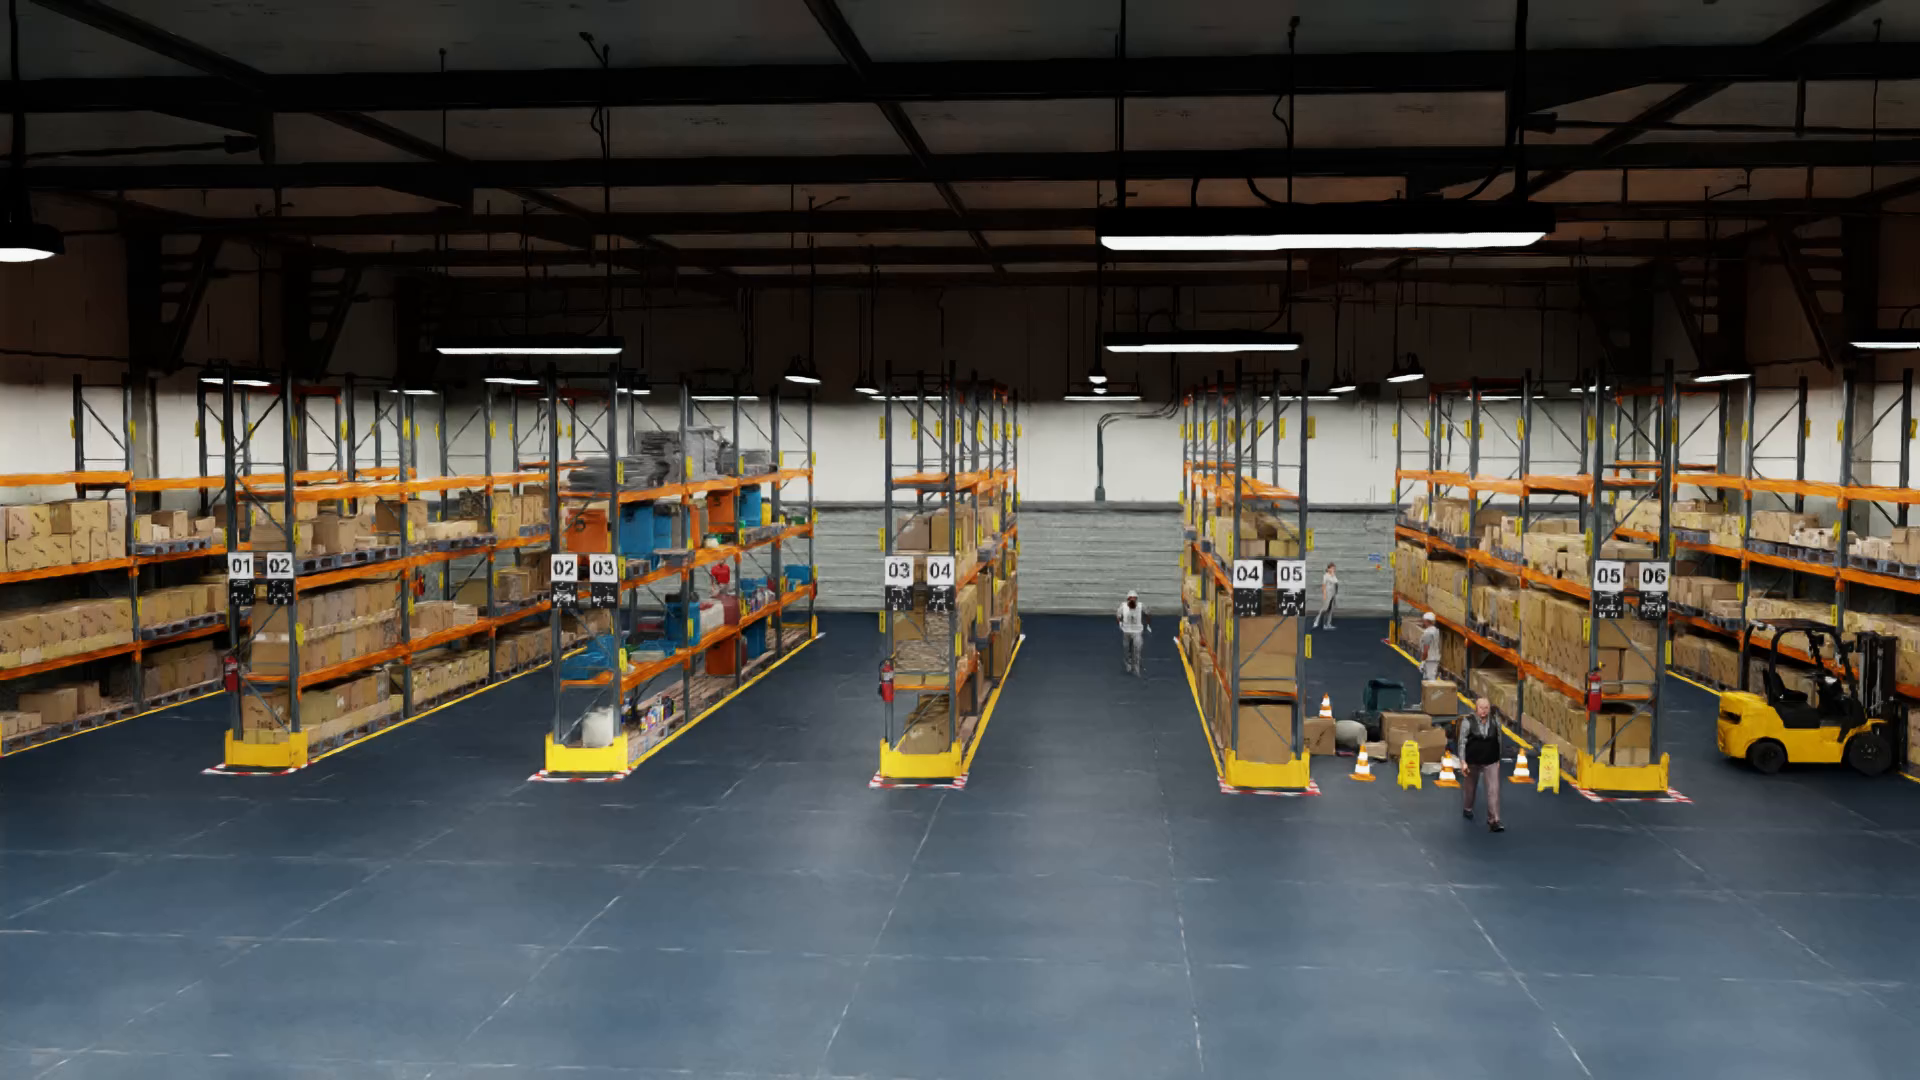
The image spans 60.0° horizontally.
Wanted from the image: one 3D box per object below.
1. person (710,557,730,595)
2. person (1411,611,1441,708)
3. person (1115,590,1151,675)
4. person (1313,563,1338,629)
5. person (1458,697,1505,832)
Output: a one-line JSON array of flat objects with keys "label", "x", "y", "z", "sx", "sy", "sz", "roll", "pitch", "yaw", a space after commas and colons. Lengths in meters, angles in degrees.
[{"label": "person", "x": -6.427, "y": 1.246, "z": 44.015, "sx": 0.714, "sy": 1.718, "sz": 0.535, "roll": -3, "pitch": 5, "yaw": -35}, {"label": "person", "x": 8.281, "y": 2.155, "z": 29.479, "sx": 0.577, "sy": 1.785, "sz": 0.655, "roll": 2, "pitch": 4, "yaw": 29}, {"label": "person", "x": 3.568, "y": 1.883, "z": 34.332, "sx": 0.721, "sy": 1.716, "sz": 0.843, "roll": 1, "pitch": 4, "yaw": 10}, {"label": "person", "x": 9.223, "y": 1.407, "z": 41.972, "sx": 0.617, "sy": 1.664, "sz": 0.491, "roll": -3, "pitch": 5, "yaw": -35}, {"label": "person", "x": 6.558, "y": 2.789, "z": 20.966, "sx": 0.542, "sy": 1.648, "sz": 1.115, "roll": 1, "pitch": 4, "yaw": 8}]
